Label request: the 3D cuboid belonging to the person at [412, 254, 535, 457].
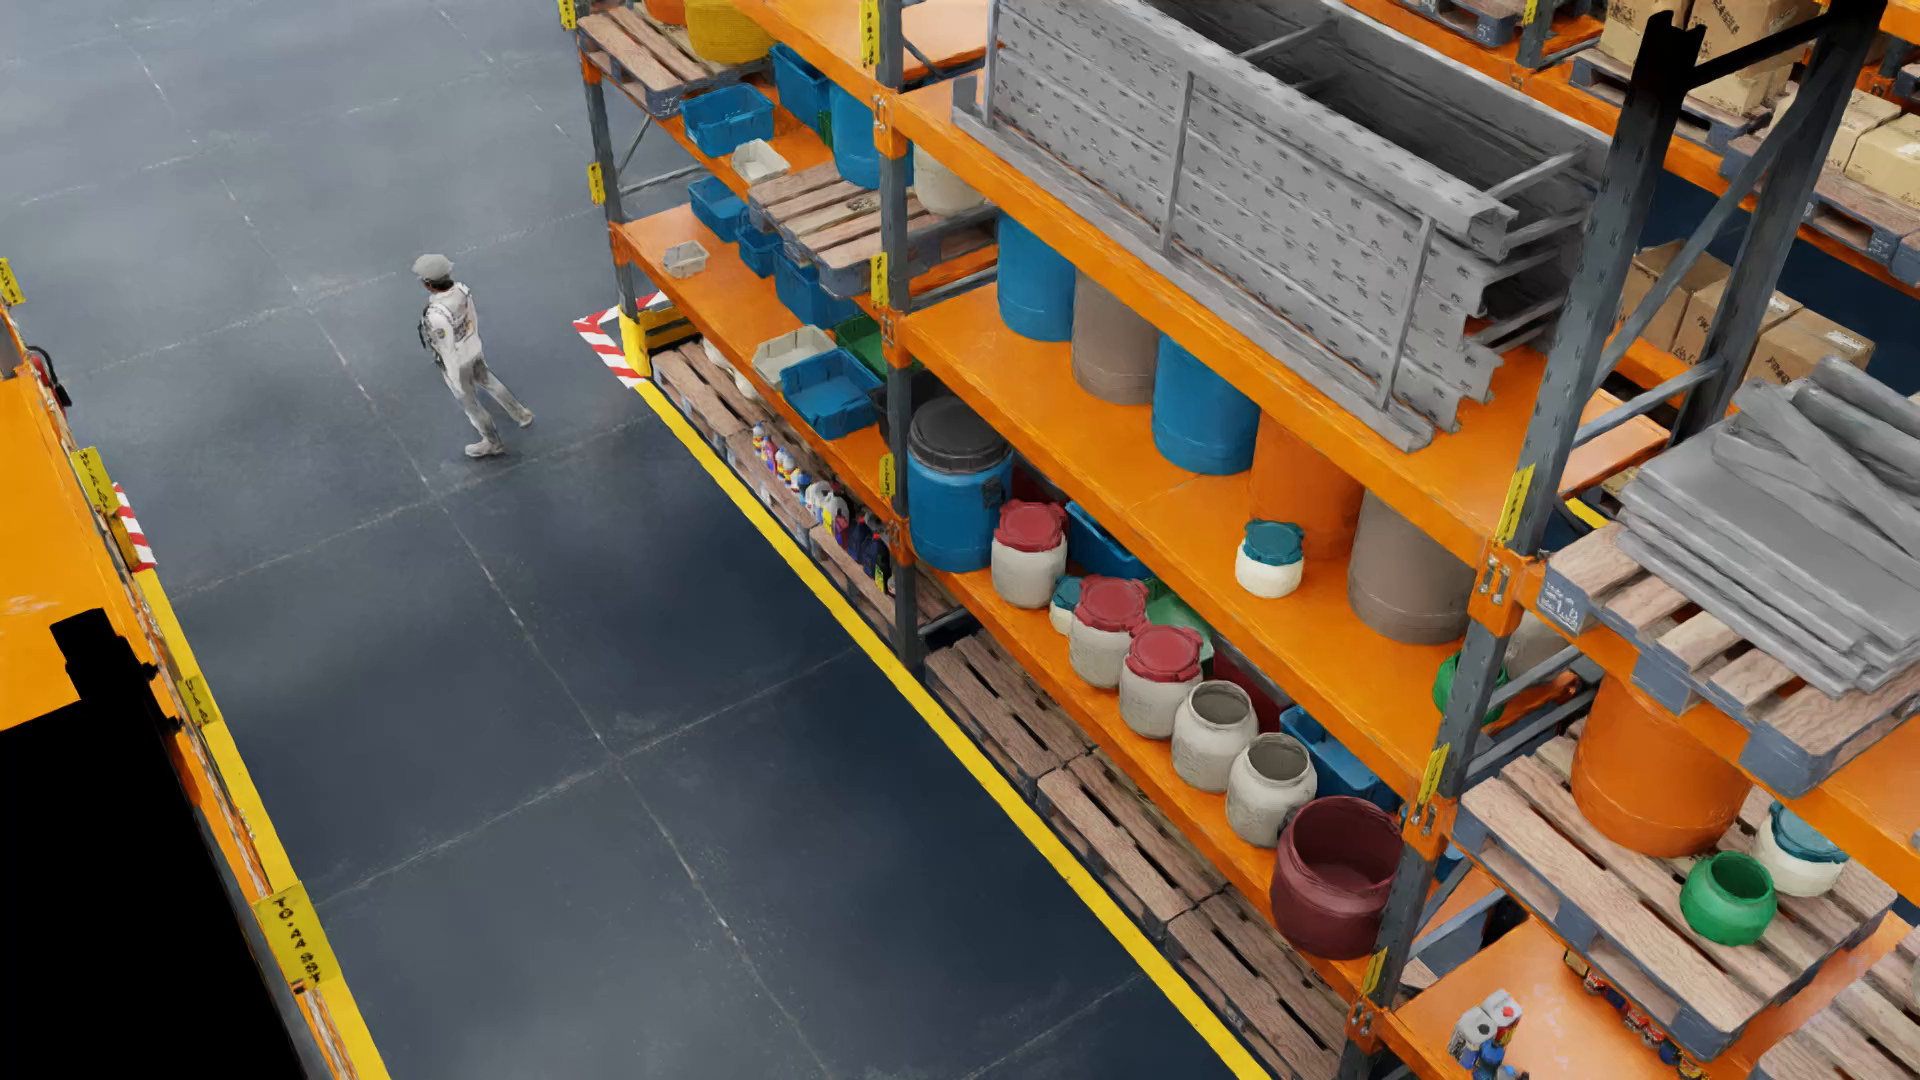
[{"bbox_3d":[-3.497,-1.349,12.002,0.499,1.662,0.647,11,44,12],"label":"person"}]
